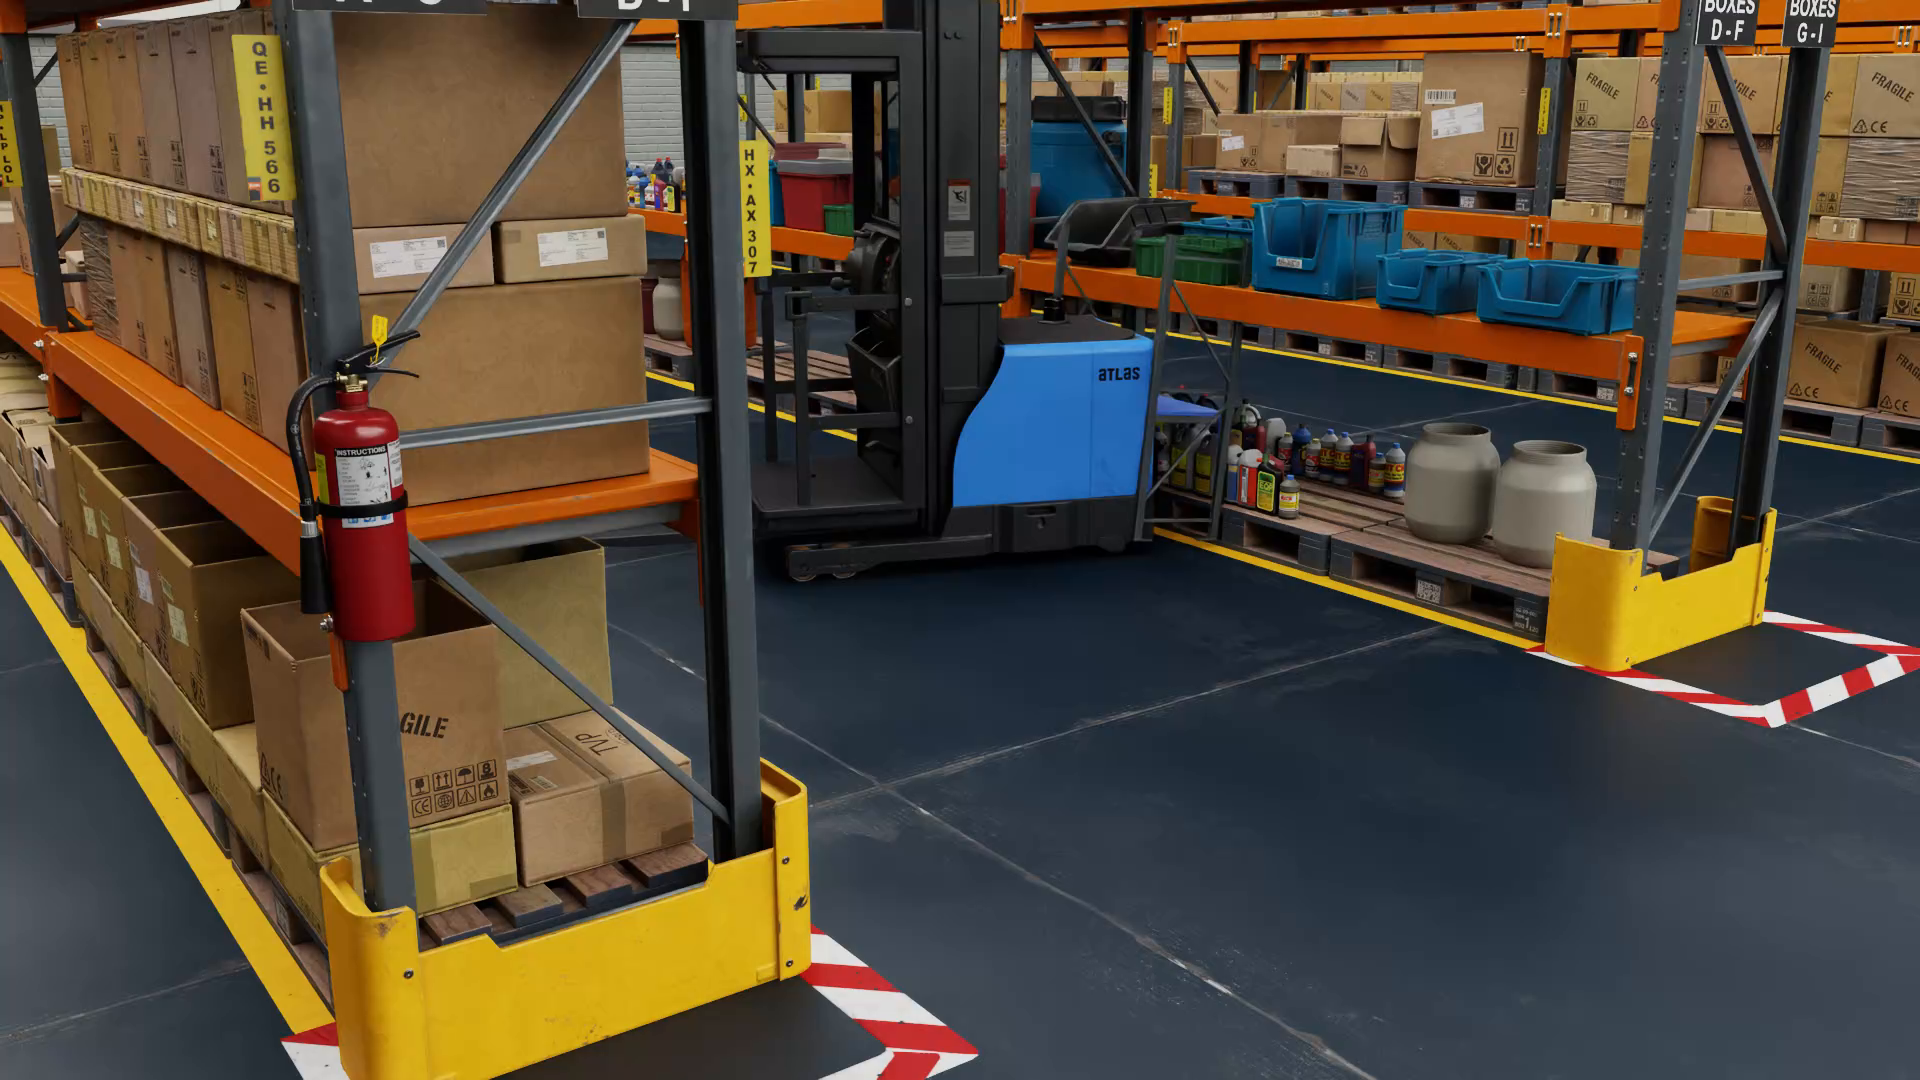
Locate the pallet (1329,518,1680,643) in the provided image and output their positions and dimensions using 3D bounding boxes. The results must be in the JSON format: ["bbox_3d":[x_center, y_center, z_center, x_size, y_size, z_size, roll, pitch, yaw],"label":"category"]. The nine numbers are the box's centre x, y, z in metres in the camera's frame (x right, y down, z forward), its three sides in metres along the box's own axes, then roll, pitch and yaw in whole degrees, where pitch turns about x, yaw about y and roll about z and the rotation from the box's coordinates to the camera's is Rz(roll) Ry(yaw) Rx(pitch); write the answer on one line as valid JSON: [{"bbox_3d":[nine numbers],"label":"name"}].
[{"bbox_3d":[2.494,0.131,7.698,1.003,0.211,1.213,-11,19,-35],"label":"pallet"}]

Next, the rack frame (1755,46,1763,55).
[{"bbox_3d":[10.368,-5.046,21.330,1.000,3.000,0.127,-11,19,-35],"label":"rack frame"}]

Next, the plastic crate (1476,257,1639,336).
[{"bbox_3d":[2.513,-1.019,6.900,0.499,0.251,0.616,-11,19,-35],"label":"plastic crate"}]

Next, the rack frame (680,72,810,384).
[{"bbox_3d":[-1.654,-2.739,12.901,1.000,3.000,0.127,-11,19,-35],"label":"rack frame"}]

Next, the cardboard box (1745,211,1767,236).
[{"bbox_3d":[5.480,-2.122,11.122,0.380,0.149,0.250,-11,19,-35],"label":"cardboard box"}]

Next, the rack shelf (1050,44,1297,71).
[{"bbox_3d":[2.896,-6.637,22.824,1.077,0.370,4.000,-11,19,-35],"label":"rack shelf"}]

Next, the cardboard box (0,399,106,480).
[{"bbox_3d":[-4.383,-0.523,8.154,0.500,0.311,0.500,-11,19,-35],"label":"cardboard box"}]

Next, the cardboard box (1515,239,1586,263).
[{"bbox_3d":[6.709,-3.230,18.160,1.050,0.750,0.750,-11,19,-35],"label":"cardboard box"}]

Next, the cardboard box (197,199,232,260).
[{"bbox_3d":[-1.944,-0.896,4.750,0.380,0.149,0.250,-10,18,-33],"label":"cardboard box"}]

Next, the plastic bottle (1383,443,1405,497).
[{"bbox_3d":[2.236,-0.362,8.553,0.097,0.271,0.097,0,15,0],"label":"plastic bottle"}]

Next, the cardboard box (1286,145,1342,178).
[{"bbox_3d":[3.152,-3.244,14.237,0.500,0.250,0.500,-12,19,-36],"label":"cardboard box"}]

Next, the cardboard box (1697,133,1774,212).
[{"bbox_3d":[5.560,-2.536,11.408,0.875,0.500,0.500,-11,19,-35],"label":"cardboard box"}]

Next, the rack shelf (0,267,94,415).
[{"bbox_3d":[-4.487,-1.197,8.630,1.077,0.370,4.000,-11,19,-35],"label":"rack shelf"}]

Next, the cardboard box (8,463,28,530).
[{"bbox_3d":[-4.386,-0.254,8.236,0.500,0.250,0.500,-10,18,-33],"label":"cardboard box"}]

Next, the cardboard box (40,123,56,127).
[{"bbox_3d":[-6.508,-2.564,11.276,0.700,0.500,0.500,-7,17,-24],"label":"cardboard box"}]

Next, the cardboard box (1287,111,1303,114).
[{"bbox_3d":[4.249,-5.209,20.481,0.380,0.149,0.250,-11,19,-34],"label":"cardboard box"}]

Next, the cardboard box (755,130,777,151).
[{"bbox_3d":[-2.288,-5.143,21.405,0.500,0.250,0.500,-11,19,-36],"label":"cardboard box"}]

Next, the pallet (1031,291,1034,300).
[{"bbox_3d":[0.515,-2.864,18.640,1.003,0.211,1.213,-11,19,-35],"label":"pallet"}]

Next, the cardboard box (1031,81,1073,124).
[{"bbox_3d":[1.155,-4.480,17.174,0.797,0.503,0.637,-10,18,-33],"label":"cardboard box"}]

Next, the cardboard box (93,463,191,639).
[{"bbox_3d":[-2.703,0.006,5.864,0.500,0.500,0.500,-11,19,-35],"label":"cardboard box"}]

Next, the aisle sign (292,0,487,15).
[{"bbox_3d":[-1.158,-1.457,3.293,0.394,0.787,0.004,-11,19,-35],"label":"aisle sign"}]

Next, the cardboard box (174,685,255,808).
[{"bbox_3d":[-2.112,0.581,5.184,0.500,0.250,0.500,-11,19,-35],"label":"cardboard box"}]

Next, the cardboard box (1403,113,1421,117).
[{"bbox_3d":[5.305,-4.824,19.074,0.380,0.149,0.250,-10,18,-33],"label":"cardboard box"}]

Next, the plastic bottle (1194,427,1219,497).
[{"bbox_3d":[1.307,-0.412,8.583,0.144,0.351,0.185,-10,18,-32],"label":"plastic bottle"}]

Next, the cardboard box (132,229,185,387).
[{"bbox_3d":[-2.438,-0.852,5.817,0.700,0.500,0.500,-11,19,-34],"label":"cardboard box"}]

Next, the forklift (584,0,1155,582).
[{"bbox_3d":[-0.603,-1.371,8.034,3.031,2.935,1.130,-4,16,-14],"label":"forklift"}]

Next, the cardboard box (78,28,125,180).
[{"bbox_3d":[-2.747,-1.589,6.054,0.700,0.500,0.500,-11,19,-35],"label":"cardboard box"}]

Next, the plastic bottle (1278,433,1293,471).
[{"bbox_3d":[1.796,-0.488,9.146,0.097,0.201,0.097,0,15,0],"label":"plastic bottle"}]

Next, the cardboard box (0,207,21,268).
[{"bbox_3d":[-5.294,-1.707,9.299,0.500,0.311,0.500,-11,19,-35],"label":"cardboard box"}]

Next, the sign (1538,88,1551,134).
[{"bbox_3d":[4.257,-3.125,12.119,0.100,0.325,0.005,-11,19,-35],"label":"sign"}]

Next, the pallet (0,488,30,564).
[{"bbox_3d":[-4.497,-0.184,8.848,1.003,0.211,1.213,-11,19,-35],"label":"pallet"}]

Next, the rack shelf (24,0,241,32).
[{"bbox_3d":[-4.487,-2.644,8.234,1.077,0.370,4.000,-11,19,-35],"label":"rack shelf"}]

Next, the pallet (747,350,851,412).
[{"bbox_3d":[-1.230,-1.223,12.643,1.003,0.211,1.213,-11,19,-35],"label":"pallet"}]

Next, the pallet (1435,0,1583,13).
[{"bbox_3d":[4.427,-4.158,12.760,1.213,0.211,1.003,-11,19,-35],"label":"pallet"}]

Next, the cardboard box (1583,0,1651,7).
[{"bbox_3d":[4.762,-3.892,11.717,0.500,0.250,0.500,-12,19,-37],"label":"cardboard box"}]

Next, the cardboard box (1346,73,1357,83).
[{"bbox_3d":[6.288,-7.259,26.105,0.380,0.149,0.250,-11,19,-34],"label":"cardboard box"}]

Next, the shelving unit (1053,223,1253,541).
[{"bbox_3d":[0.918,-0.840,8.638,0.538,1.500,1.048,0,13,-27],"label":"shelving unit"}]

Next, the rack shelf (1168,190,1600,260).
[{"bbox_3d":[3.528,-2.734,14.245,1.077,0.370,4.000,-11,19,-35],"label":"rack shelf"}]

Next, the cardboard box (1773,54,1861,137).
[{"bbox_3d":[5.655,-2.874,10.746,0.500,0.500,0.500,-11,19,-35],"label":"cardboard box"}]

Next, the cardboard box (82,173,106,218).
[{"bbox_3d":[-3.009,-1.282,6.160,0.380,0.149,0.250,-11,19,-36],"label":"cardboard box"}]

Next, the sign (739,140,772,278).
[{"bbox_3d":[-0.507,-0.803,4.039,0.100,0.325,0.005,-11,19,-35],"label":"sign"}]

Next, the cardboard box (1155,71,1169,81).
[{"bbox_3d":[2.979,-6.064,22.402,0.500,0.500,0.500,-10,18,-33],"label":"cardboard box"}]

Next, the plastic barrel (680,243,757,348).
[{"bbox_3d":[-1.955,-1.997,13.504,0.600,0.830,0.708,-11,19,-35],"label":"plastic barrel"}]

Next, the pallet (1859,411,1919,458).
[{"bbox_3d":[6.562,-0.650,10.550,1.003,0.211,1.213,-11,19,-35],"label":"pallet"}]

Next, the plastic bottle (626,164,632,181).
[{"bbox_3d":[-3.012,-3.259,15.046,0.097,0.271,0.097,0,15,0],"label":"plastic bottle"}]

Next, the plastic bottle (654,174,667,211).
[{"bbox_3d":[-2.373,-2.752,13.171,0.061,0.283,0.133,-11,19,-35],"label":"plastic bottle"}]

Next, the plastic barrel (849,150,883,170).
[{"bbox_3d":[-0.629,-2.516,11.877,0.421,0.512,0.421,0,15,0],"label":"plastic barrel"}]

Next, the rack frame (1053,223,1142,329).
[{"bbox_3d":[0.691,-0.949,9.079,0.500,1.500,0.032,0,13,-27],"label":"rack frame"}]

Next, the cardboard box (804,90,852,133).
[{"bbox_3d":[-1.684,-5.288,20.515,0.500,0.500,0.500,-11,19,-36],"label":"cardboard box"}]

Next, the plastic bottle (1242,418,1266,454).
[{"bbox_3d":[1.619,-0.532,9.151,0.061,0.283,0.133,-11,19,-35],"label":"plastic bottle"}]

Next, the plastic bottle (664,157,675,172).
[{"bbox_3d":[-2.553,-3.189,14.638,0.144,0.351,0.185,-11,19,-35],"label":"plastic bottle"}]

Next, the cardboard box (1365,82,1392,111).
[{"bbox_3d":[6.629,-6.814,25.706,0.500,0.500,0.500,-11,19,-34],"label":"cardboard box"}]
